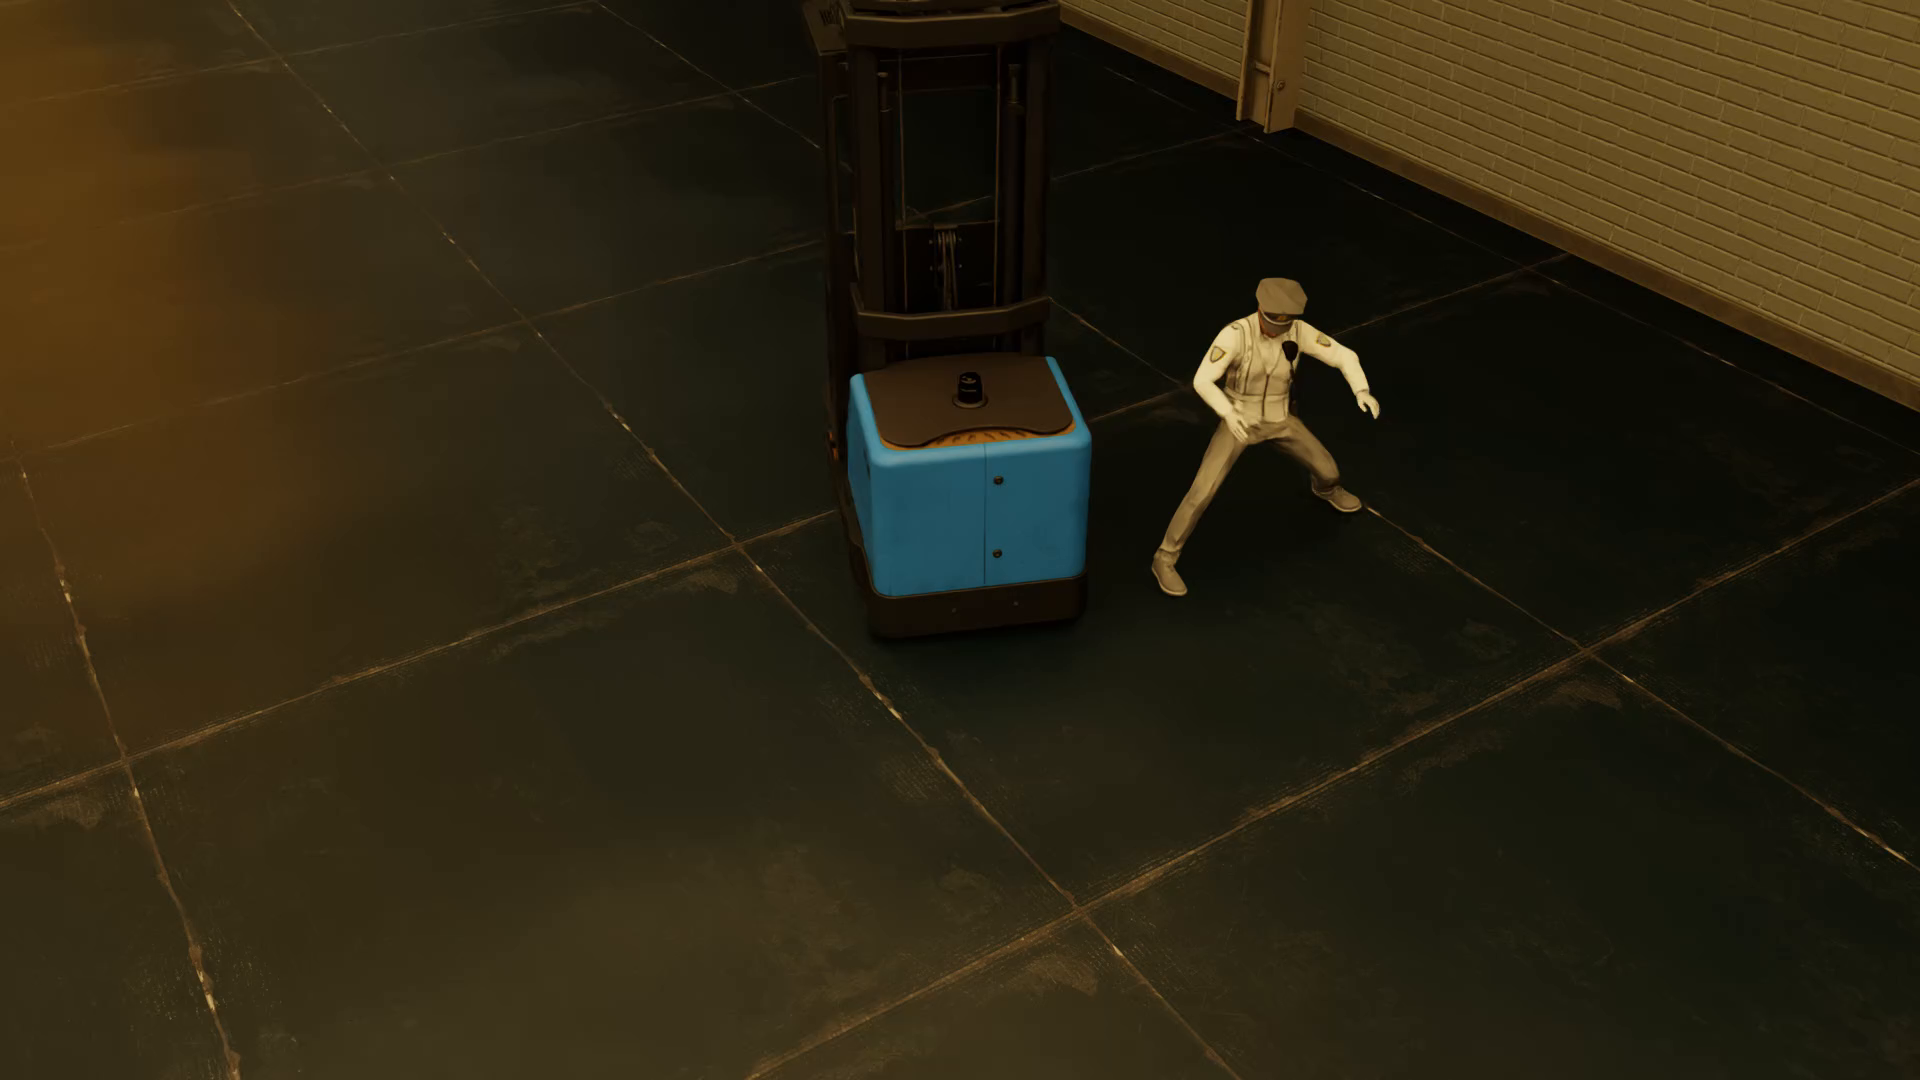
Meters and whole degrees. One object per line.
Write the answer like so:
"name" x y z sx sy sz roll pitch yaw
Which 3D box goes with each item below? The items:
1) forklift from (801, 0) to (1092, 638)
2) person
"forklift" -0.158 -1.573 8.386 1.130 2.935 3.031 -6 36 -9
"person" 1.563 -0.568 8.226 1.229 1.467 0.800 -4 35 -5
